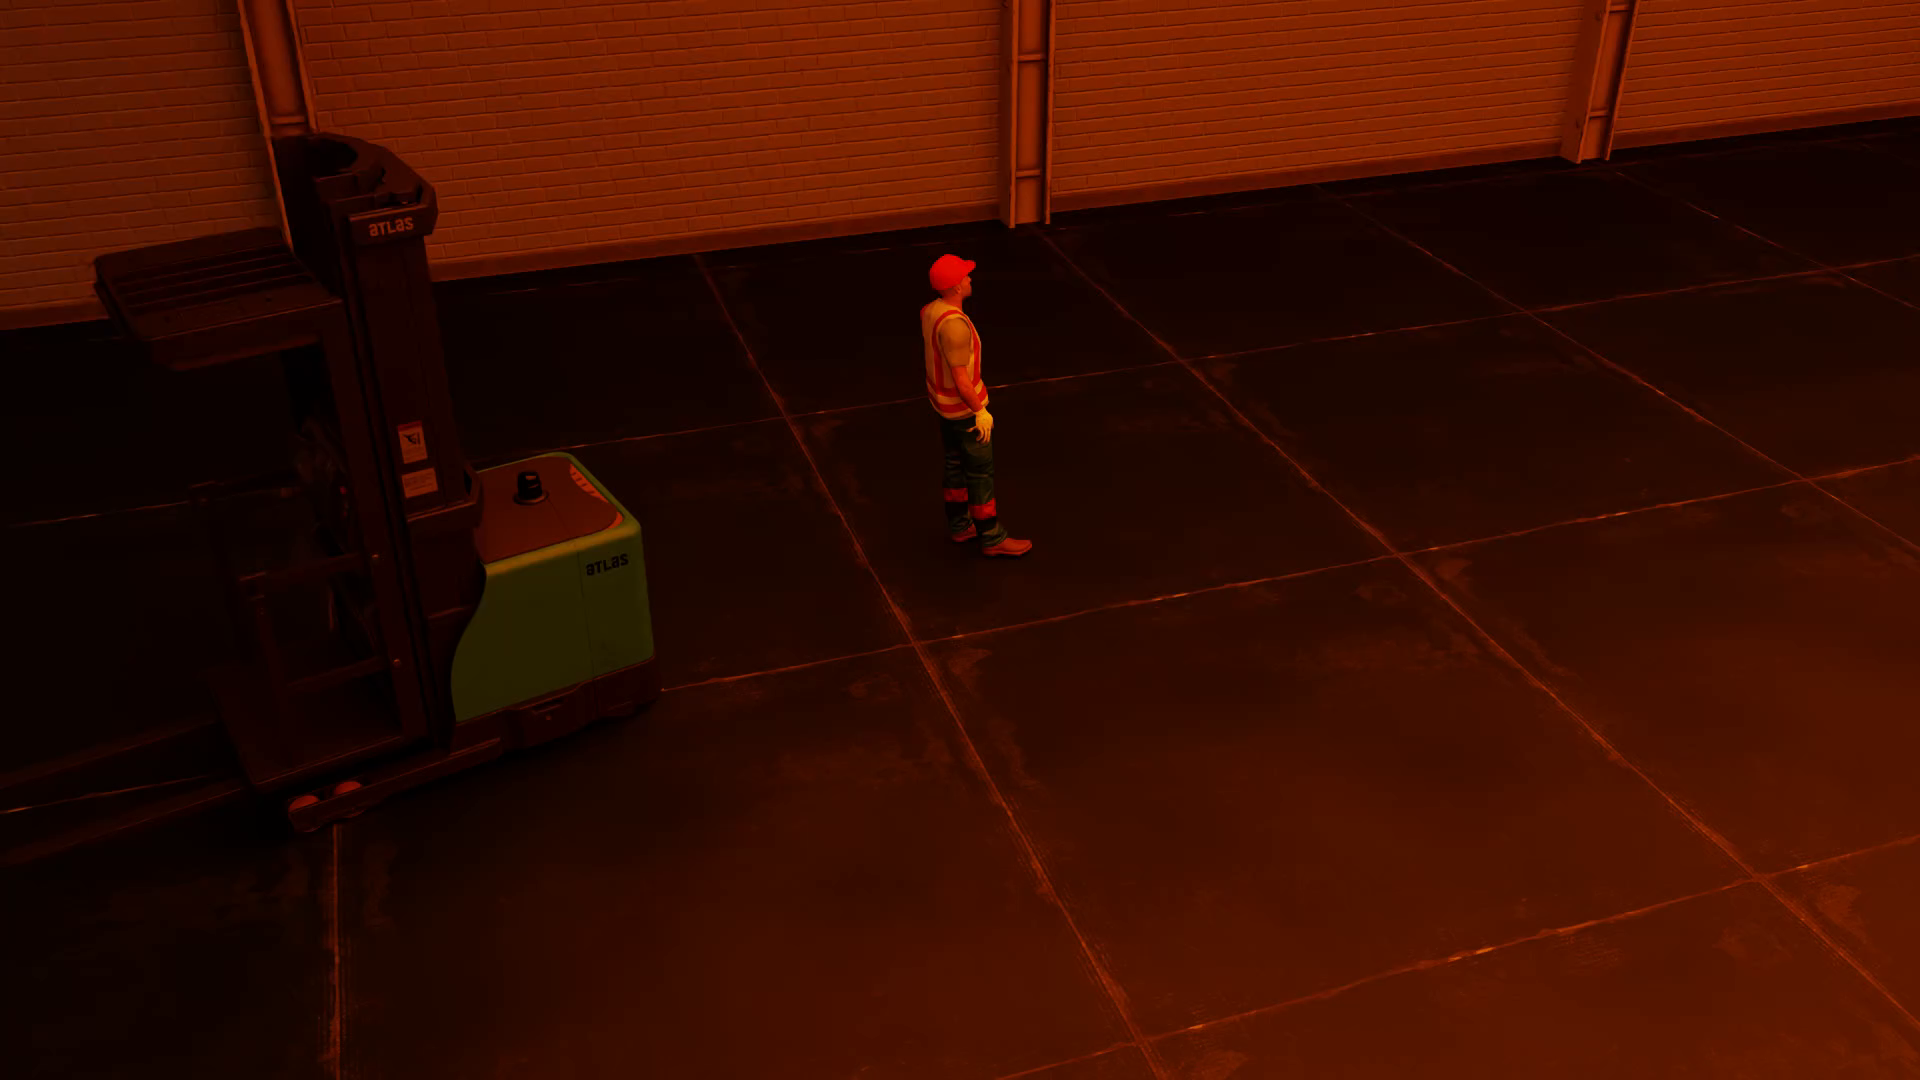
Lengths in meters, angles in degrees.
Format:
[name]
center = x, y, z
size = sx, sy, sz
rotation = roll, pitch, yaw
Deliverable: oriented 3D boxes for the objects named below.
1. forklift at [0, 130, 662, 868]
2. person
[forklift]
center = -3.047, -0.222, 7.473
size = 3.031, 2.935, 1.130
rotation = -18, 34, -28
[person]
center = 0.080, -0.789, 9.589
size = 0.562, 1.790, 0.637
rotation = -10, 31, -16
